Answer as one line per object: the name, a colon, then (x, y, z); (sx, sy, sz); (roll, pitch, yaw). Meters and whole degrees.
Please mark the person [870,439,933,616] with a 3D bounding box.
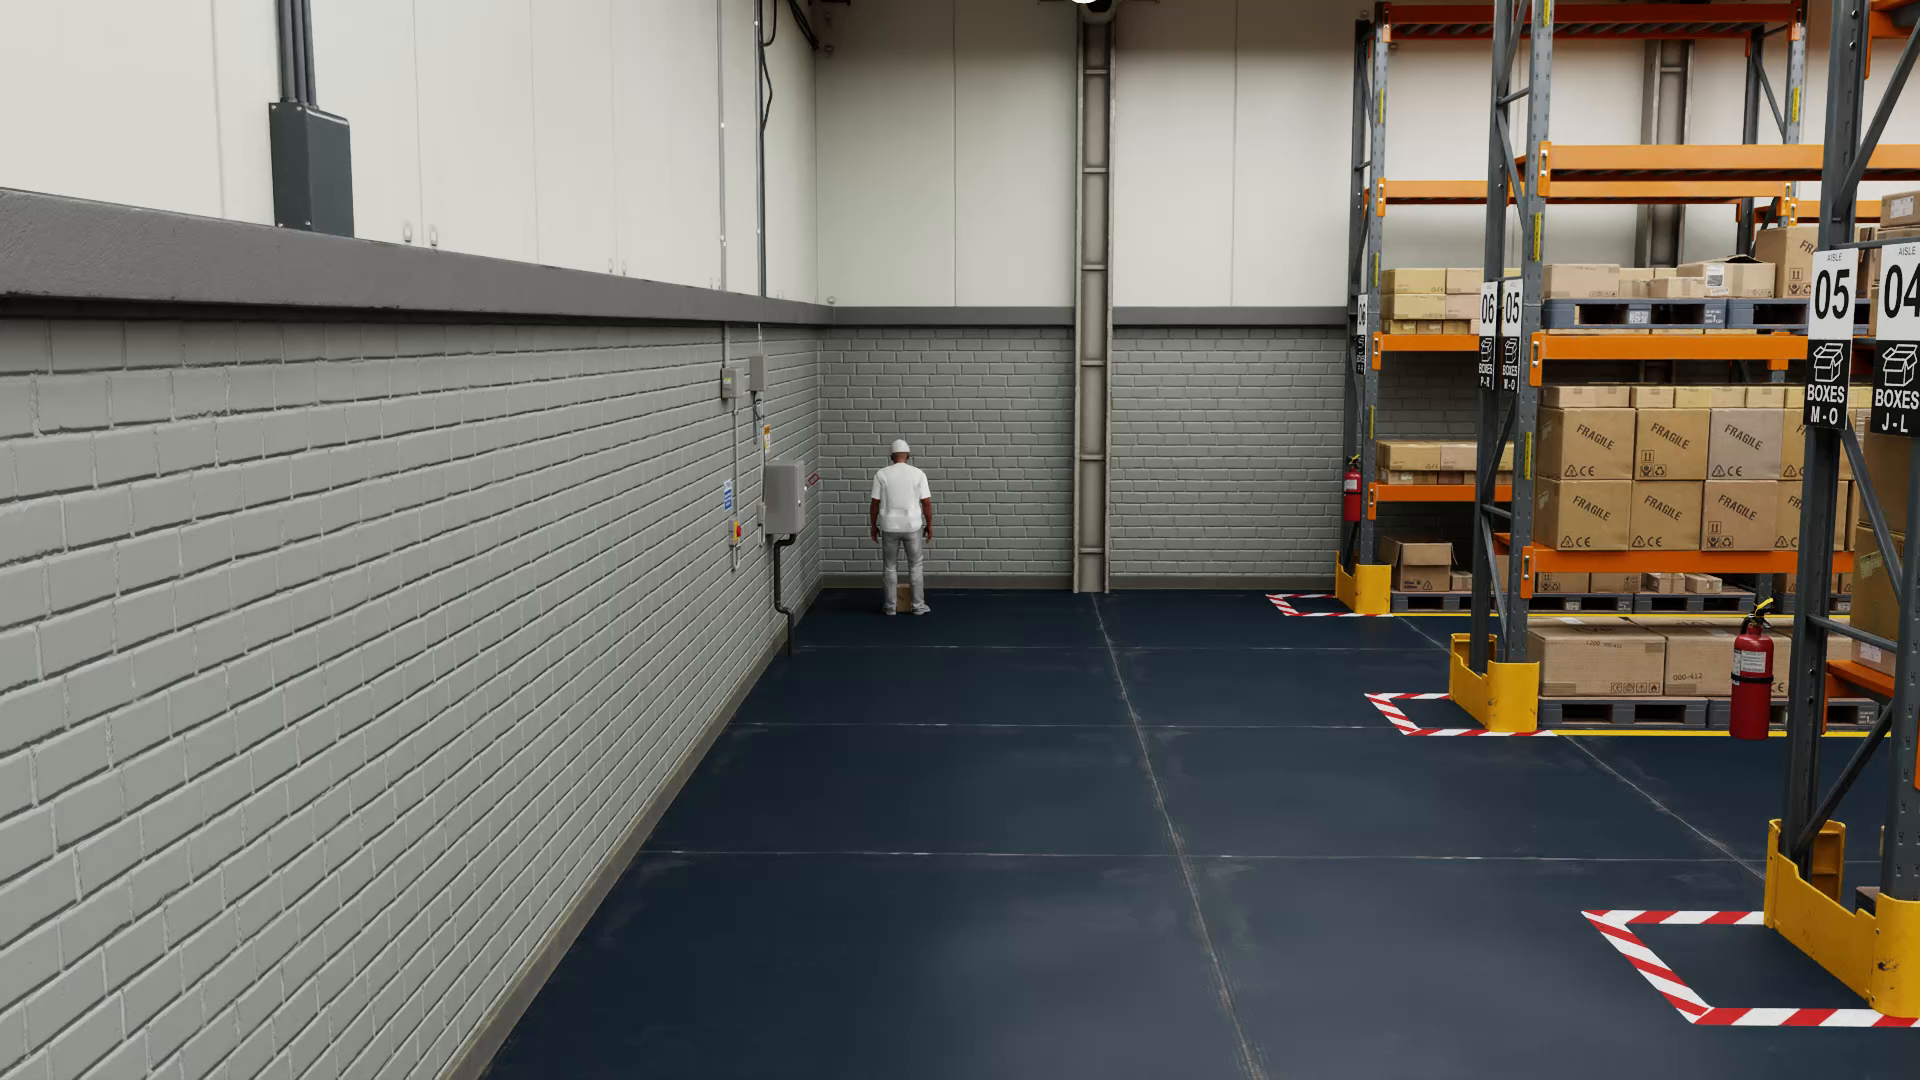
person: (-0.587, -0.127, 16.715); (0.628, 1.758, 0.456); (0, 7, 2)
